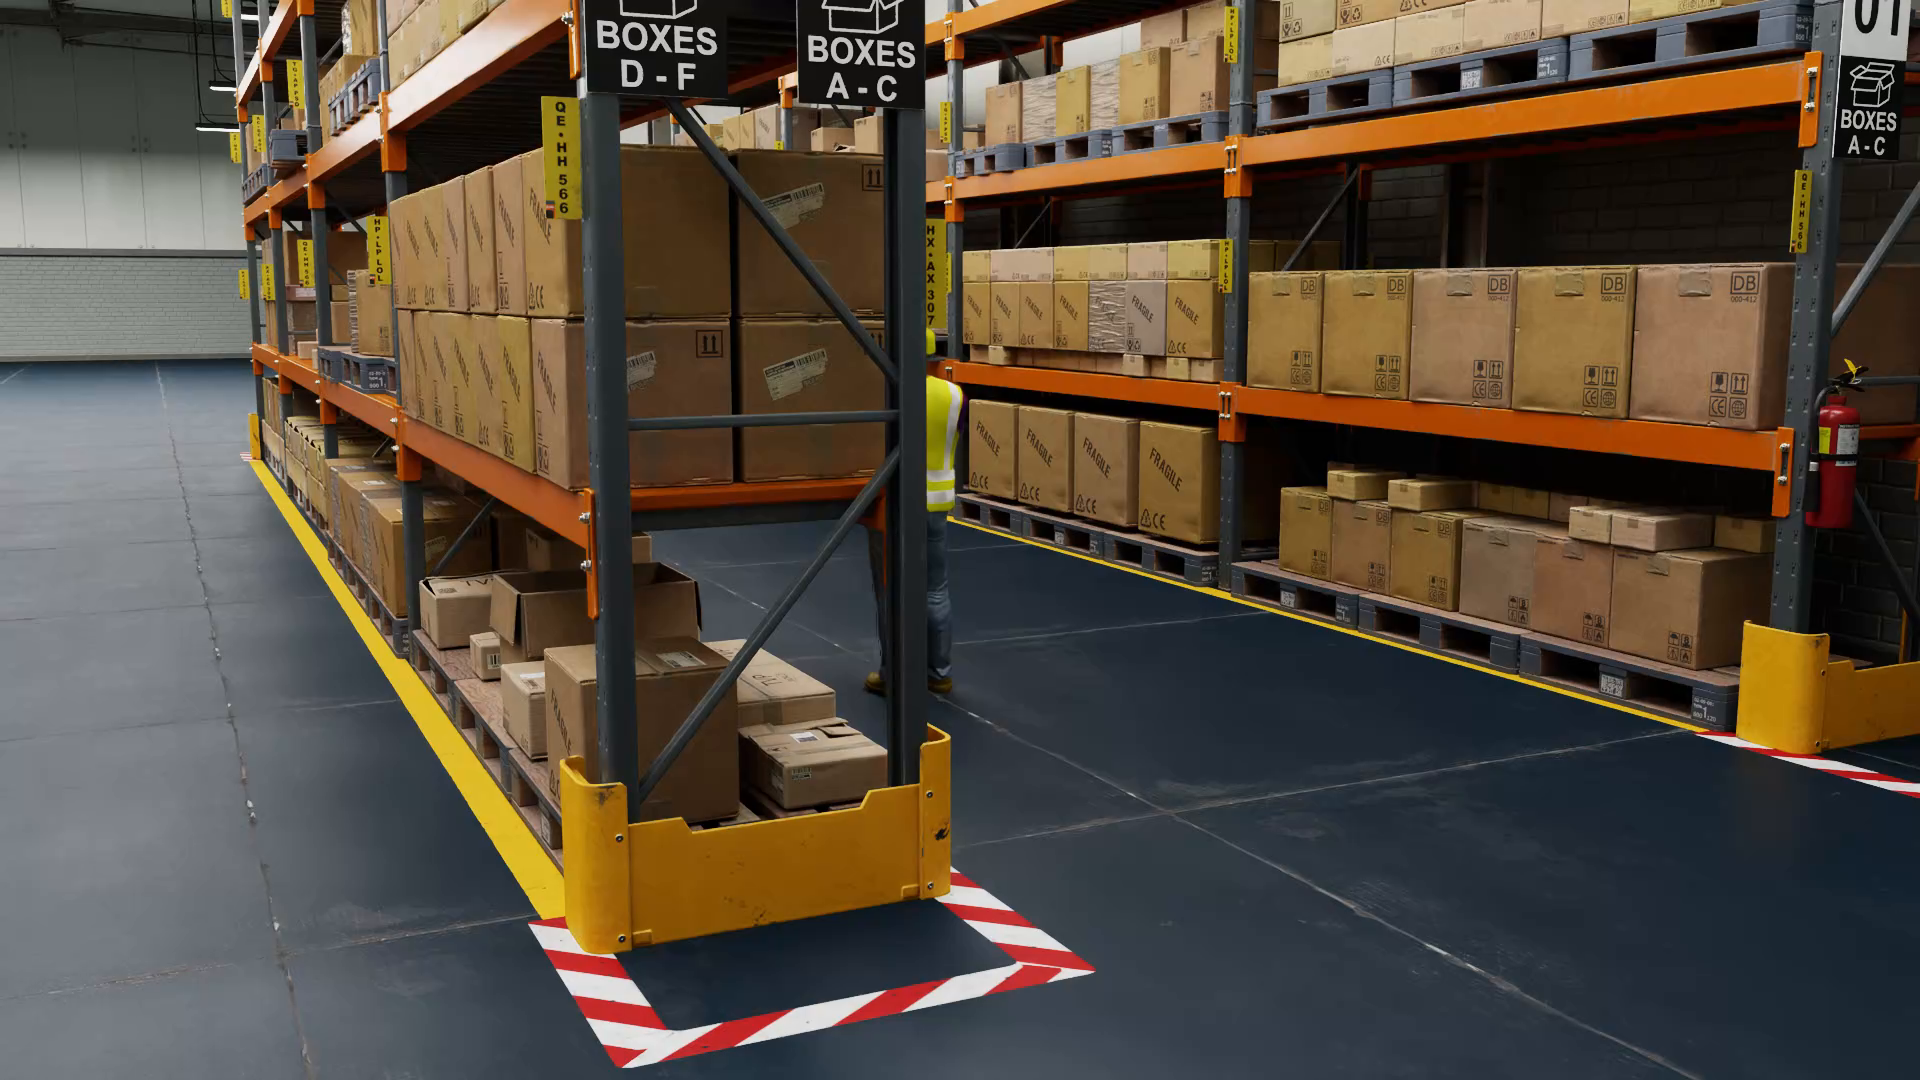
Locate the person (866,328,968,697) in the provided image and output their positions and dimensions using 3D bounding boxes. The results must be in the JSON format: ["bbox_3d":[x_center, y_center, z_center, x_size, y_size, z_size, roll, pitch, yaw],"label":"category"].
[{"bbox_3d":[-0.275,-0.157,7.804,0.524,1.772,0.559,-4,9,-26],"label":"person"}]
